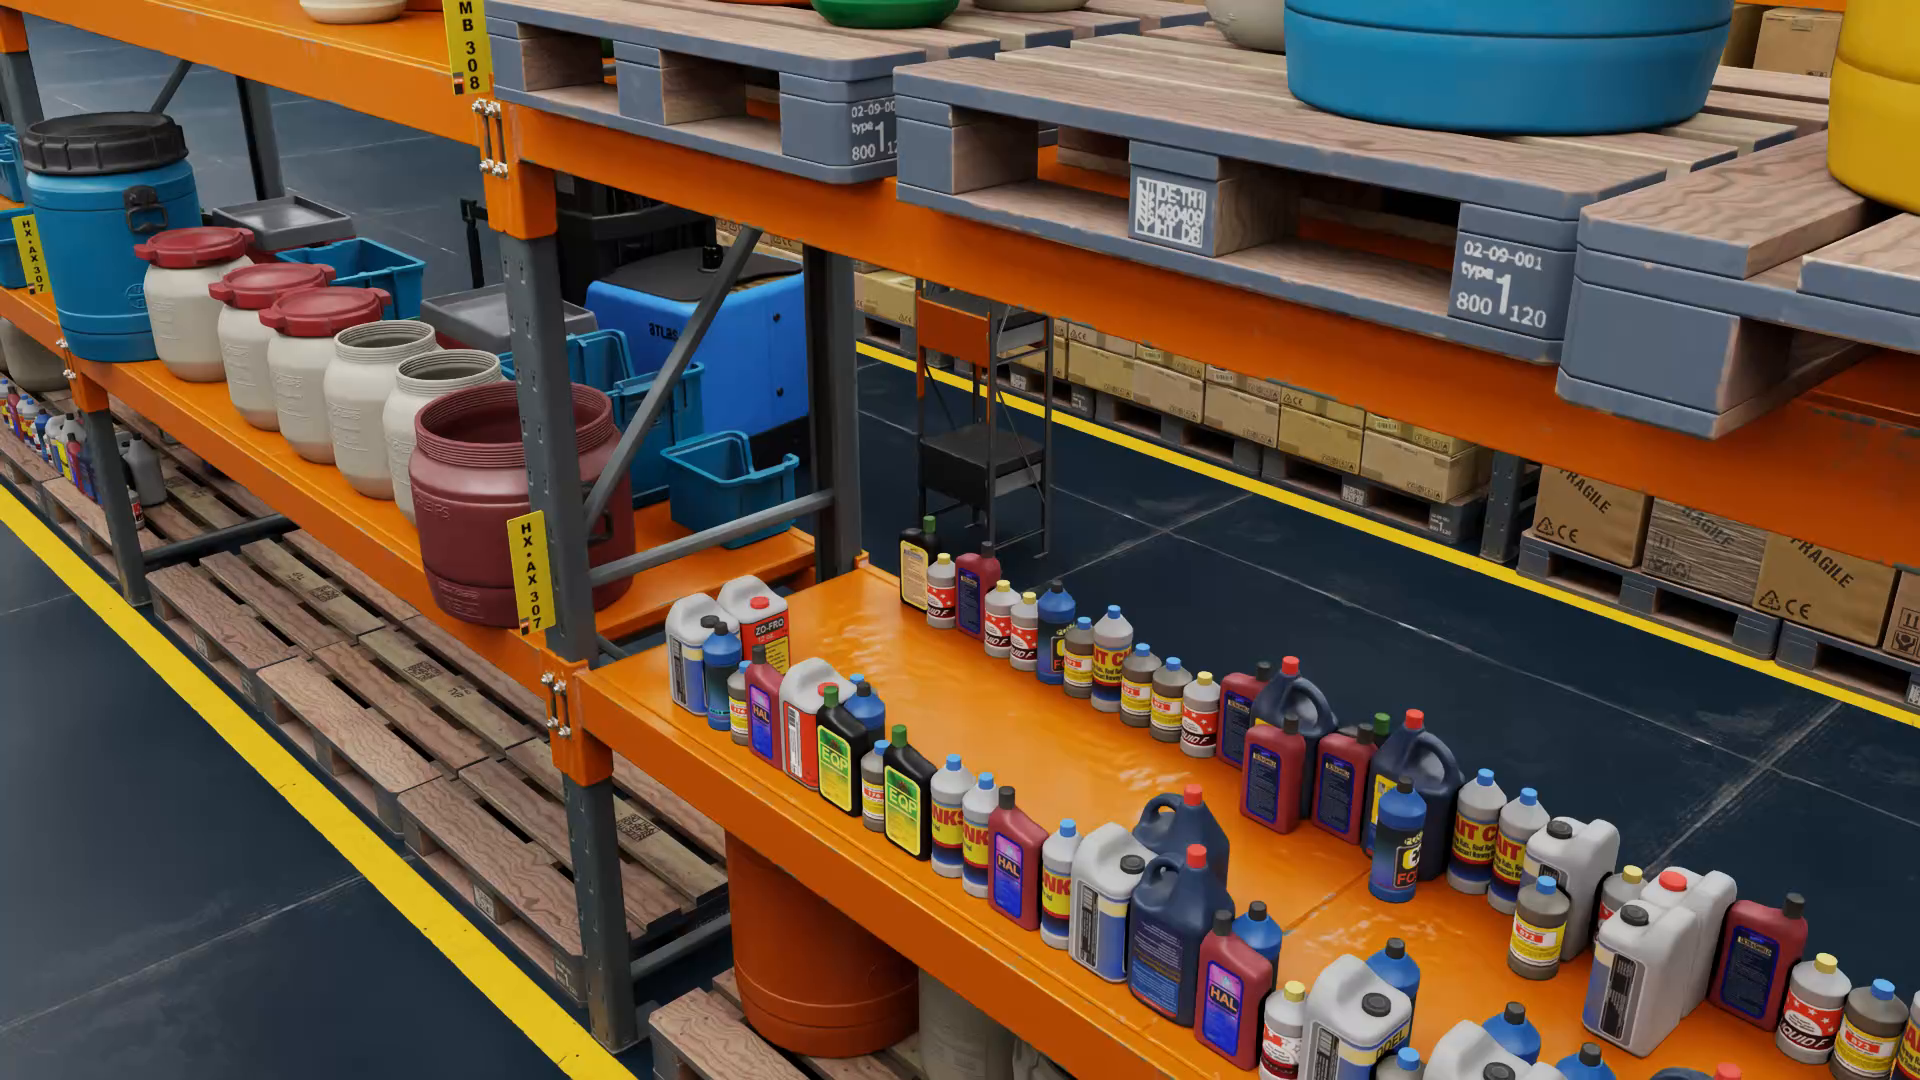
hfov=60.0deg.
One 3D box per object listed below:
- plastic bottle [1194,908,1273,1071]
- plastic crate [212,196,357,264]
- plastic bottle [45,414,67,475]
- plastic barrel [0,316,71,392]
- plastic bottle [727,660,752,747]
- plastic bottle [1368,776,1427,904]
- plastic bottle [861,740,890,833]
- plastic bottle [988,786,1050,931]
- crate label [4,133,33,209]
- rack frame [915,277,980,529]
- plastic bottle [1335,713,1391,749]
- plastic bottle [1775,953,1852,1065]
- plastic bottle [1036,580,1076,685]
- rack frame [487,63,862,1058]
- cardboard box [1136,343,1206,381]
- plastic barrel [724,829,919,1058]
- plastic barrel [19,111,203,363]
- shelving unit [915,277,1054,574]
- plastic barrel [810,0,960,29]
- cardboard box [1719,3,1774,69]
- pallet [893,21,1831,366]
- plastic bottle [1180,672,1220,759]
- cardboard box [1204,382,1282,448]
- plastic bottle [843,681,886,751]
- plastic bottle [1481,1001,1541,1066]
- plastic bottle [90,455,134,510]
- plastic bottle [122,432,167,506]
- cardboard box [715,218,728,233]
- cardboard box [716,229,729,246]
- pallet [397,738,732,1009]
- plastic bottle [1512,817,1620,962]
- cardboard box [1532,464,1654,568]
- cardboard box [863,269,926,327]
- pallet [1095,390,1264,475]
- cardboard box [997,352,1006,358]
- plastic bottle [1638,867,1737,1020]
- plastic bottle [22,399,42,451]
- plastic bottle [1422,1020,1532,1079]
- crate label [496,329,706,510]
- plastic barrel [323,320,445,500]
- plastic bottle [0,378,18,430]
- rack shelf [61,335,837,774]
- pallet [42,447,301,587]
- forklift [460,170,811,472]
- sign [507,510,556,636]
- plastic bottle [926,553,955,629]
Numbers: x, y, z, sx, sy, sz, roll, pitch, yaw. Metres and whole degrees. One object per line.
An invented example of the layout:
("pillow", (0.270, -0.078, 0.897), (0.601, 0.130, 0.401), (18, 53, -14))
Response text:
("plastic bottle", (0.495, 0.808, 3.005), (0.061, 0.283, 0.133), (-21, 32, -38))
("plastic crate", (-2.877, -1.179, 7.142), (0.402, 0.464, 0.583), (-21, 32, -38))
("plastic bottle", (-4.542, -0.490, 8.462), (0.152, 0.276, 0.135), (-21, 32, -38))
("plastic barrel", (-5.317, -1.151, 9.650), (0.421, 0.512, 0.421), (0, 25, 0))
("plastic bottle", (-0.512, 0.388, 4.025), (0.097, 0.201, 0.097), (0, 25, 0))
("plastic bottle", (0.909, 0.613, 3.448), (0.097, 0.271, 0.097), (0, 25, 0))
("plastic bottle", (-0.171, 0.539, 3.693), (0.097, 0.201, 0.097), (0, 25, 0))
("plastic bottle", (0.119, 0.641, 3.371), (0.061, 0.283, 0.133), (-21, 32, -38))
("crate label", (-4.710, -1.956, 8.882), (0.502, 0.435, 0.616), (-21, 32, -38))
("rack frame", (-0.054, -0.979, 7.866), (0.400, 2.100, 0.015), (-21, 32, -38))
("plastic bottle", (0.889, 0.500, 3.681), (0.061, 0.283, 0.133), (-21, 32, -38))
("plastic bottle", (1.556, 0.844, 3.026), (0.097, 0.201, 0.097), (0, 25, 0))
("plastic bottle", (0.247, 0.232, 4.283), (0.097, 0.271, 0.097), (0, 25, 0))
("rack frame", (-0.697, 0.003, 4.630), (1.000, 3.000, 0.127), (-21, 32, -38))
("cardboard box", (1.339, -1.147, 9.282), (0.500, 0.311, 0.500), (-20, 31, -37))
("plastic barrel", (-0.350, 0.942, 4.679), (0.600, 0.830, 0.708), (-21, 32, -38))
("plastic barrel", (-3.388, -1.234, 6.738), (0.600, 0.901, 0.708), (-21, 32, -38))
("shelving unit", (0.113, -0.905, 7.704), (0.431, 2.100, 0.503), (-21, 32, -38))
("plastic barrel", (-0.141, -1.096, 3.106), (0.294, 0.245, 0.294), (0, 25, 0))
("cardboard box", (5.338, -3.564, 11.798), (0.700, 0.500, 0.500), (-21, 32, -38))
("pallet", (0.652, -0.617, 2.602), (1.003, 0.211, 1.213), (-21, 32, -38))
("plastic bottle", (0.580, 0.411, 3.975), (0.097, 0.201, 0.097), (0, 25, 0))
("cardboard box", (1.687, -0.740, 9.065), (0.500, 0.250, 0.500), (-20, 31, -37))
("plastic bottle", (-0.218, 0.450, 3.805), (0.097, 0.271, 0.097), (0, 25, 0))
("plastic bottle", (0.923, 0.900, 2.818), (0.097, 0.271, 0.097), (0, 25, 0))
("plastic bottle", (-4.082, -0.318, 7.994), (0.144, 0.351, 0.185), (-22, 33, -40))
("plastic bottle", (-3.977, -0.359, 8.083), (0.144, 0.351, 0.185), (-21, 32, -38))
("cardboard box", (-1.649, -2.582, 12.200), (0.500, 0.500, 0.500), (-21, 32, -38))
("cardboard box", (-1.657, -2.238, 12.348), (0.500, 0.250, 0.500), (-21, 32, -38))
("pallet", (-1.198, 1.025, 5.748), (1.003, 0.211, 1.213), (-21, 32, -38))
("plastic bottle", (1.207, 0.672, 3.313), (0.152, 0.276, 0.135), (-21, 32, -38))
("cardboard box", (3.023, -0.245, 7.656), (0.500, 0.500, 0.500), (-20, 31, -36))
("cardboard box", (-0.289, -1.632, 11.020), (0.500, 0.250, 0.500), (-21, 32, -38))
("pallet", (1.557, -0.763, 9.668), (1.003, 0.211, 1.213), (-21, 32, -38))
("cardboard box", (0.282, -1.361, 10.426), (0.500, 0.250, 0.500), (-22, 33, -40))
("plastic bottle", (1.366, 0.742, 3.159), (0.152, 0.276, 0.135), (-21, 32, -38))
("plastic bottle", (-4.851, -0.608, 8.726), (0.097, 0.271, 0.097), (0, 25, 0))
("plastic bottle", (0.845, 0.939, 2.727), (0.152, 0.276, 0.135), (-21, 32, -38))
("crate label", (-1.179, -0.391, 5.451), (0.502, 0.435, 0.616), (-21, 32, -38))
("plastic barrel", (-1.844, -0.427, 5.437), (0.421, 0.512, 0.421), (0, 25, 0))
("plastic bottle", (-5.154, -0.742, 9.020), (0.097, 0.271, 0.097), (0, 25, 0))
("rack shelf", (-2.064, -0.276, 6.108), (1.077, 0.370, 4.000), (-21, 32, -38))
("pallet", (-3.860, -0.156, 8.338), (1.003, 0.211, 1.213), (-21, 32, -38))
("forklift", (-2.151, -2.036, 9.181), (3.031, 2.935, 1.130), (19, 30, 35))
("sign", (-1.094, 0.086, 4.250), (0.100, 0.325, 0.005), (-21, 32, -38))
("plastic bottle", (-0.044, 0.135, 4.580), (0.097, 0.201, 0.097), (0, 25, 0))
